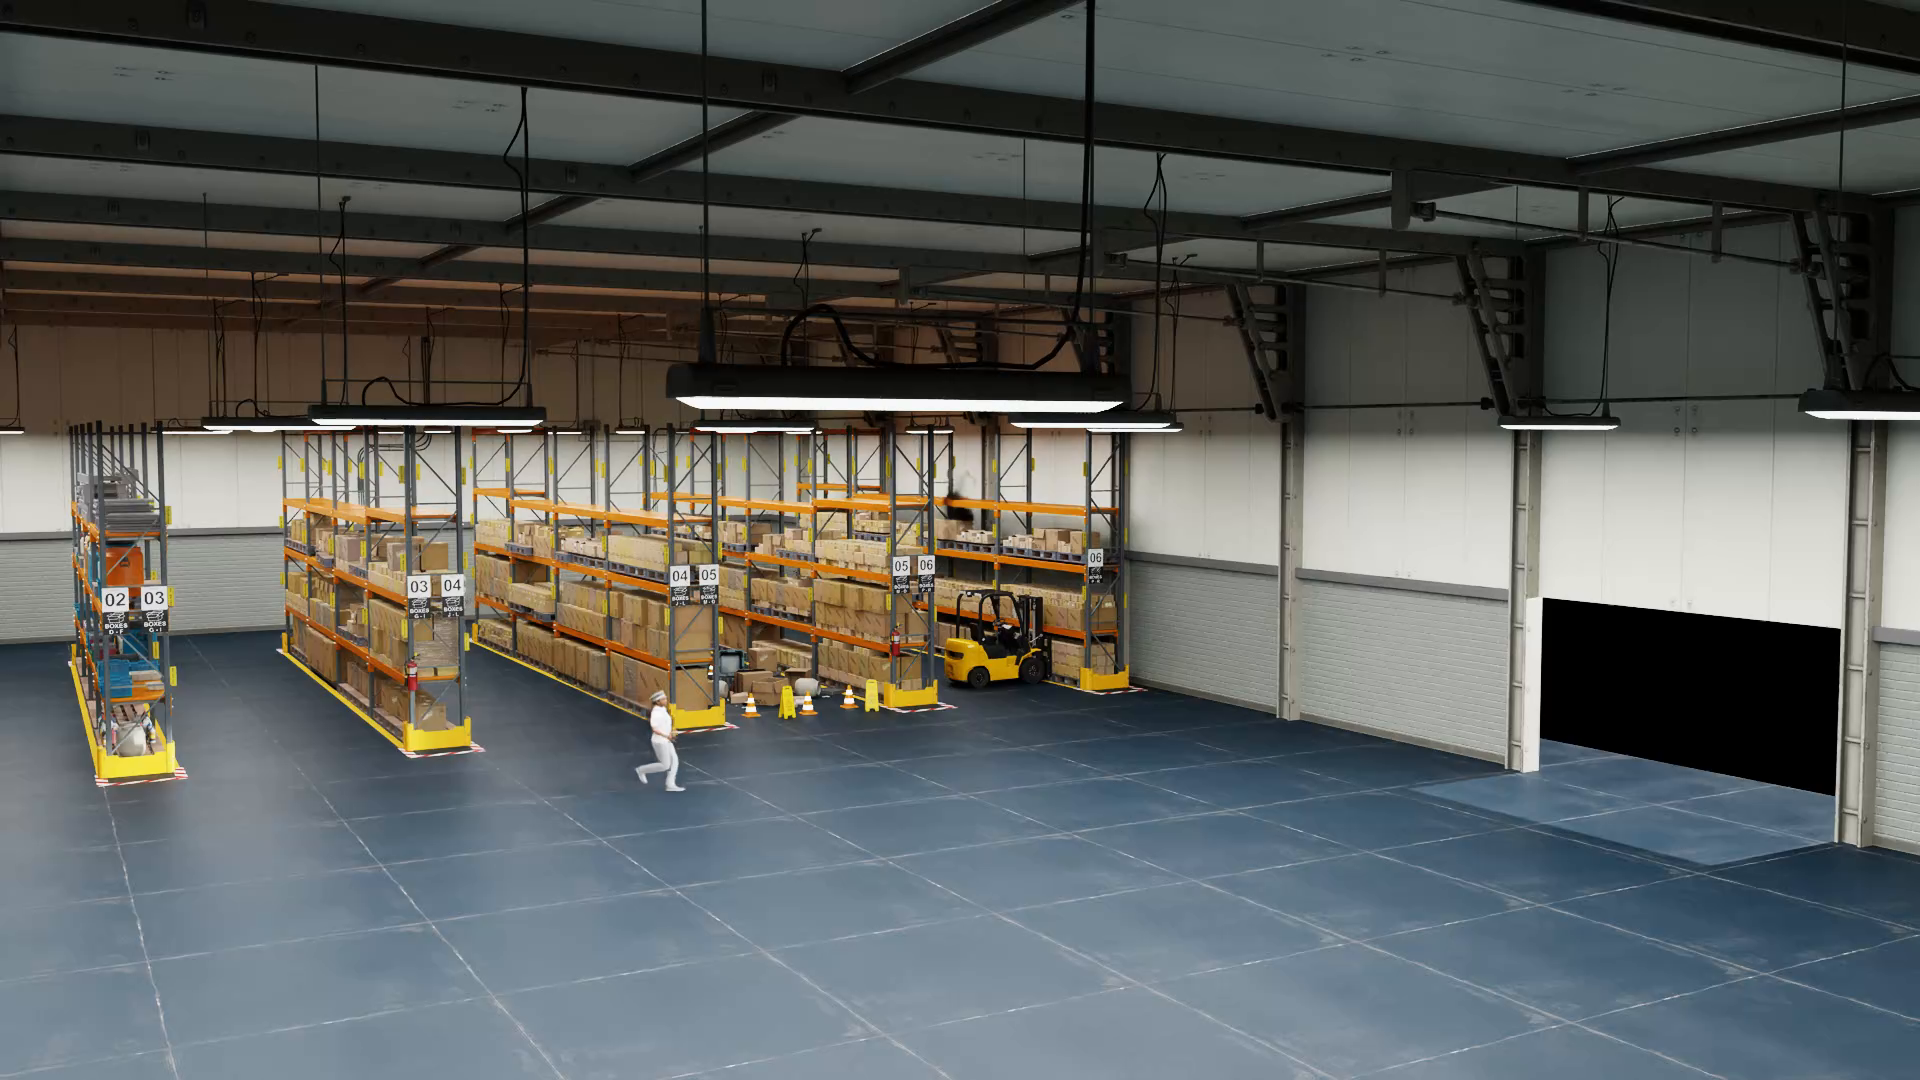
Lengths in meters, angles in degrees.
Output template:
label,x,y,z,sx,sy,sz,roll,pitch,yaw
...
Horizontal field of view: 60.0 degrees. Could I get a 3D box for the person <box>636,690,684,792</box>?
label,x,y,z,sx,sy,sz,roll,pitch,yaw
person,-4.837,3.241,26.842,0.768,1.660,0.593,0,4,0

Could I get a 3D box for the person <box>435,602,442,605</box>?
label,x,y,z,sx,sy,sz,roll,pitch,yaw
person,-14.739,2.021,46.077,0.744,1.746,0.605,2,4,23
